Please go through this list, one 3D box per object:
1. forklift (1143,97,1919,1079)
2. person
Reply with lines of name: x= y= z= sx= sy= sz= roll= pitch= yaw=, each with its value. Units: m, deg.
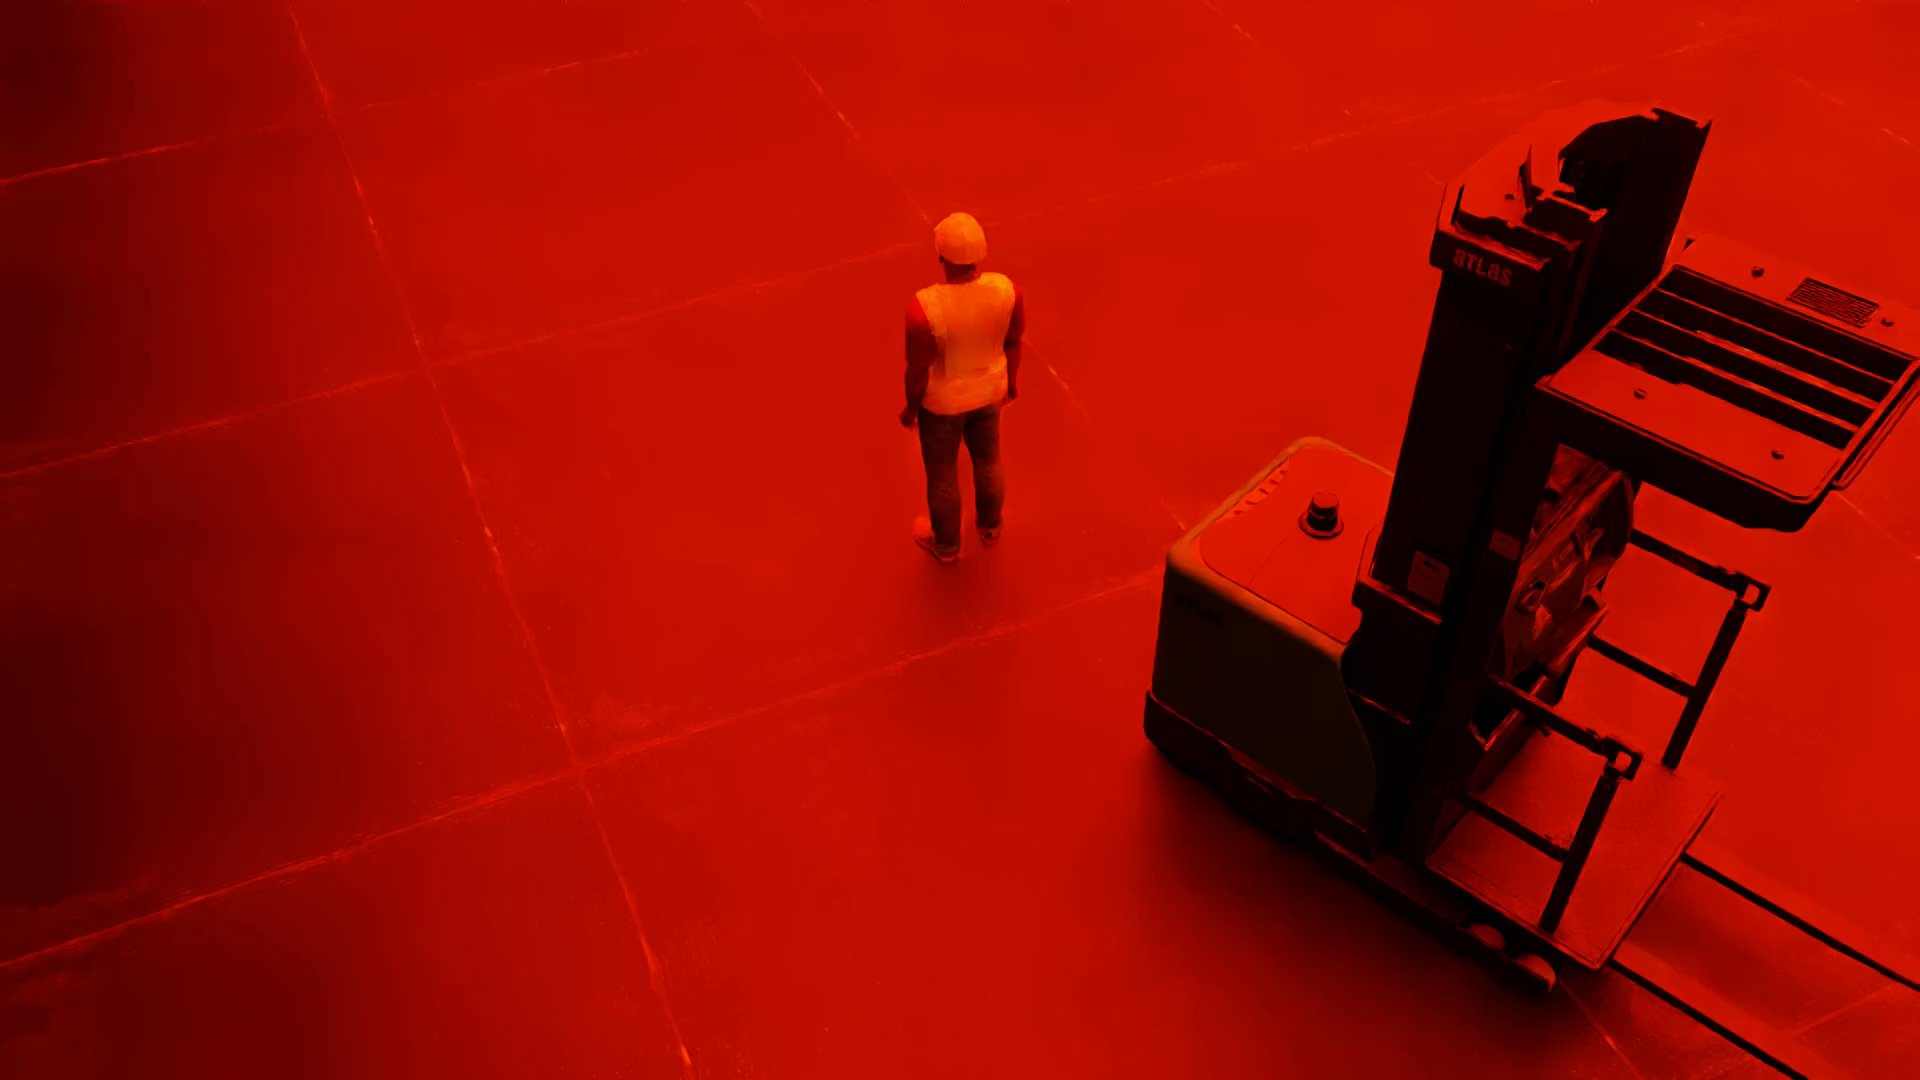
forklift: x=2.194 y=0.182 z=5.485 sx=3.031 sy=2.935 sz=1.130 roll=31 pitch=51 yaw=29
person: x=-0.006 y=-0.654 z=7.233 sx=0.559 sy=1.771 sz=0.367 roll=-18 pitch=46 yaw=-18
